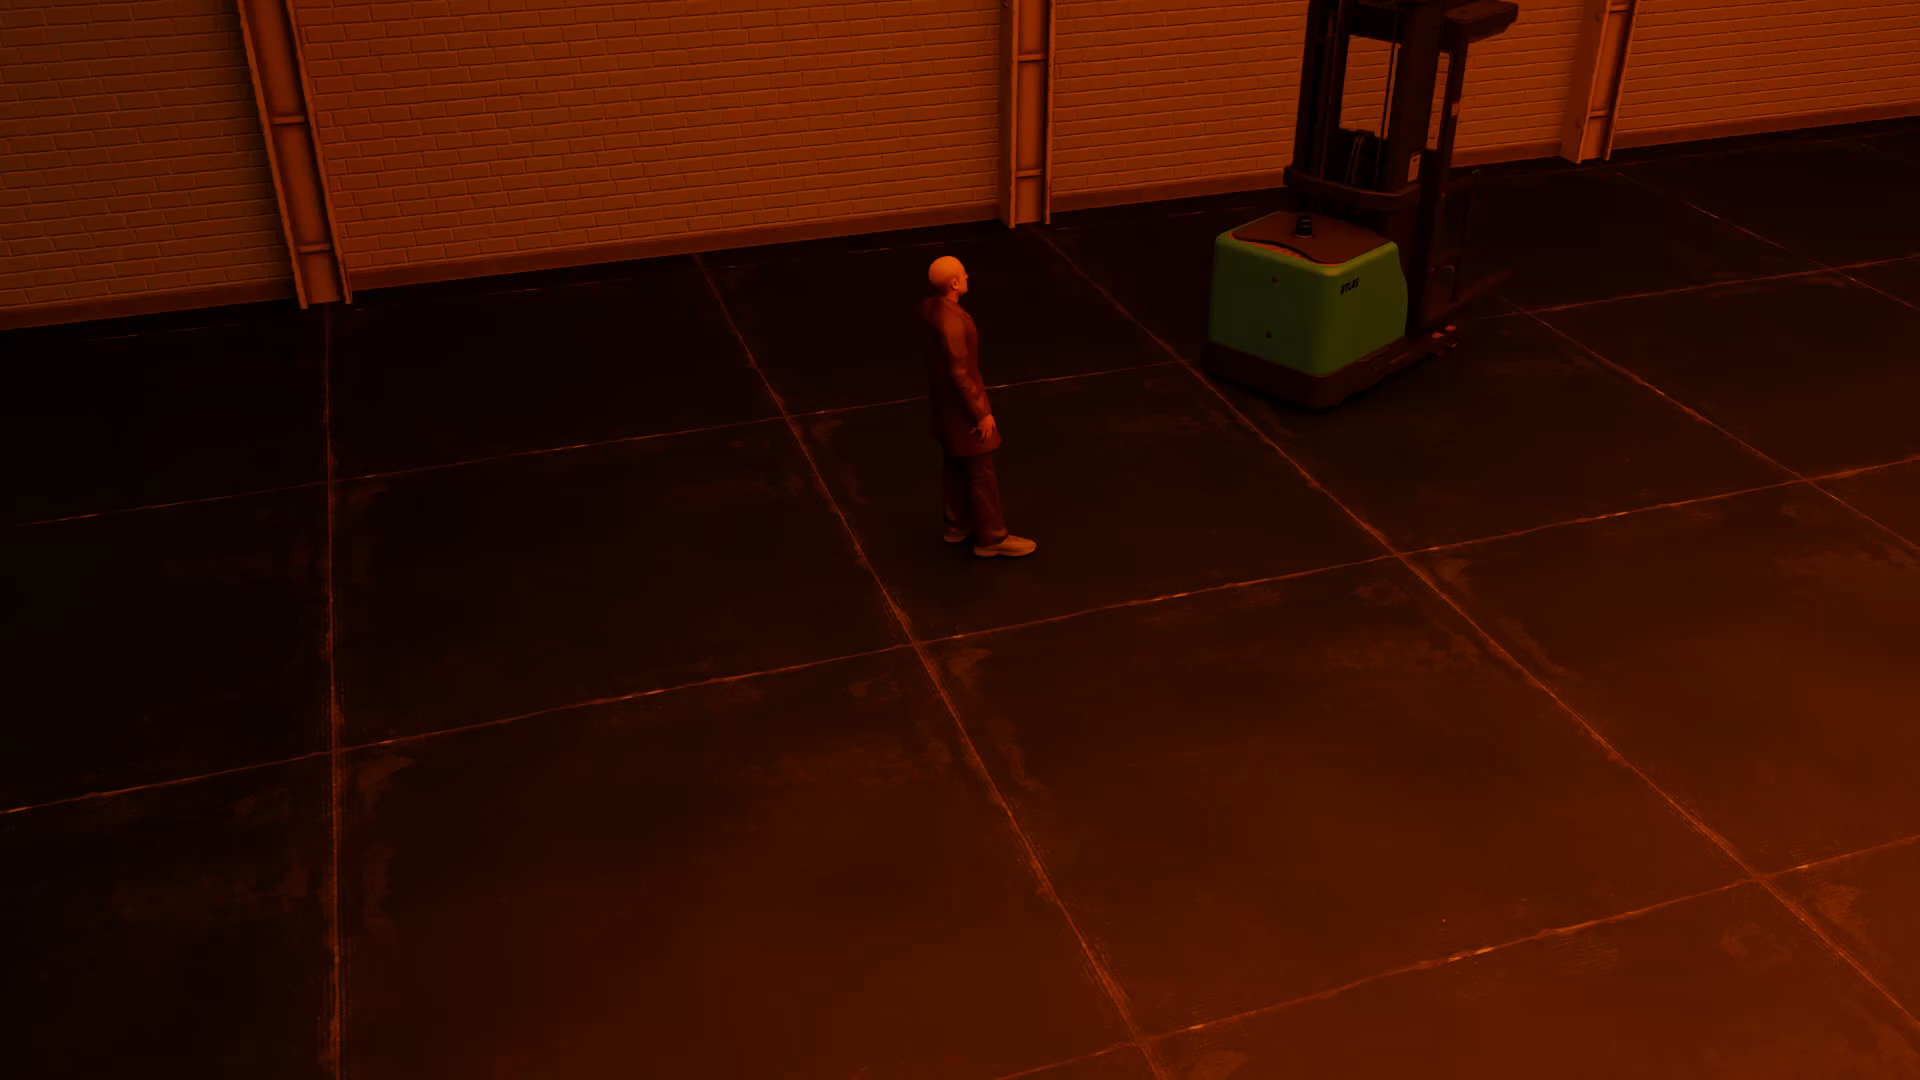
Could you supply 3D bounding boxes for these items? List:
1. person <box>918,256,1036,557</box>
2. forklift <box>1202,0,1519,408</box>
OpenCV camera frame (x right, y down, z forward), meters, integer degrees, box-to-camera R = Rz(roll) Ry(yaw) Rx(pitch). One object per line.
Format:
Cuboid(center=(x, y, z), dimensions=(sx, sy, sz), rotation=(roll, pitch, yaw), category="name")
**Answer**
Cuboid(center=(0.088, -0.790, 9.601), dimensions=(0.579, 1.778, 0.698), rotation=(-10, 31, -16), category="person")
Cuboid(center=(3.148, -2.813, 11.976), dimensions=(1.130, 2.935, 3.031), rotation=(26, 39, 37), category="forklift")
